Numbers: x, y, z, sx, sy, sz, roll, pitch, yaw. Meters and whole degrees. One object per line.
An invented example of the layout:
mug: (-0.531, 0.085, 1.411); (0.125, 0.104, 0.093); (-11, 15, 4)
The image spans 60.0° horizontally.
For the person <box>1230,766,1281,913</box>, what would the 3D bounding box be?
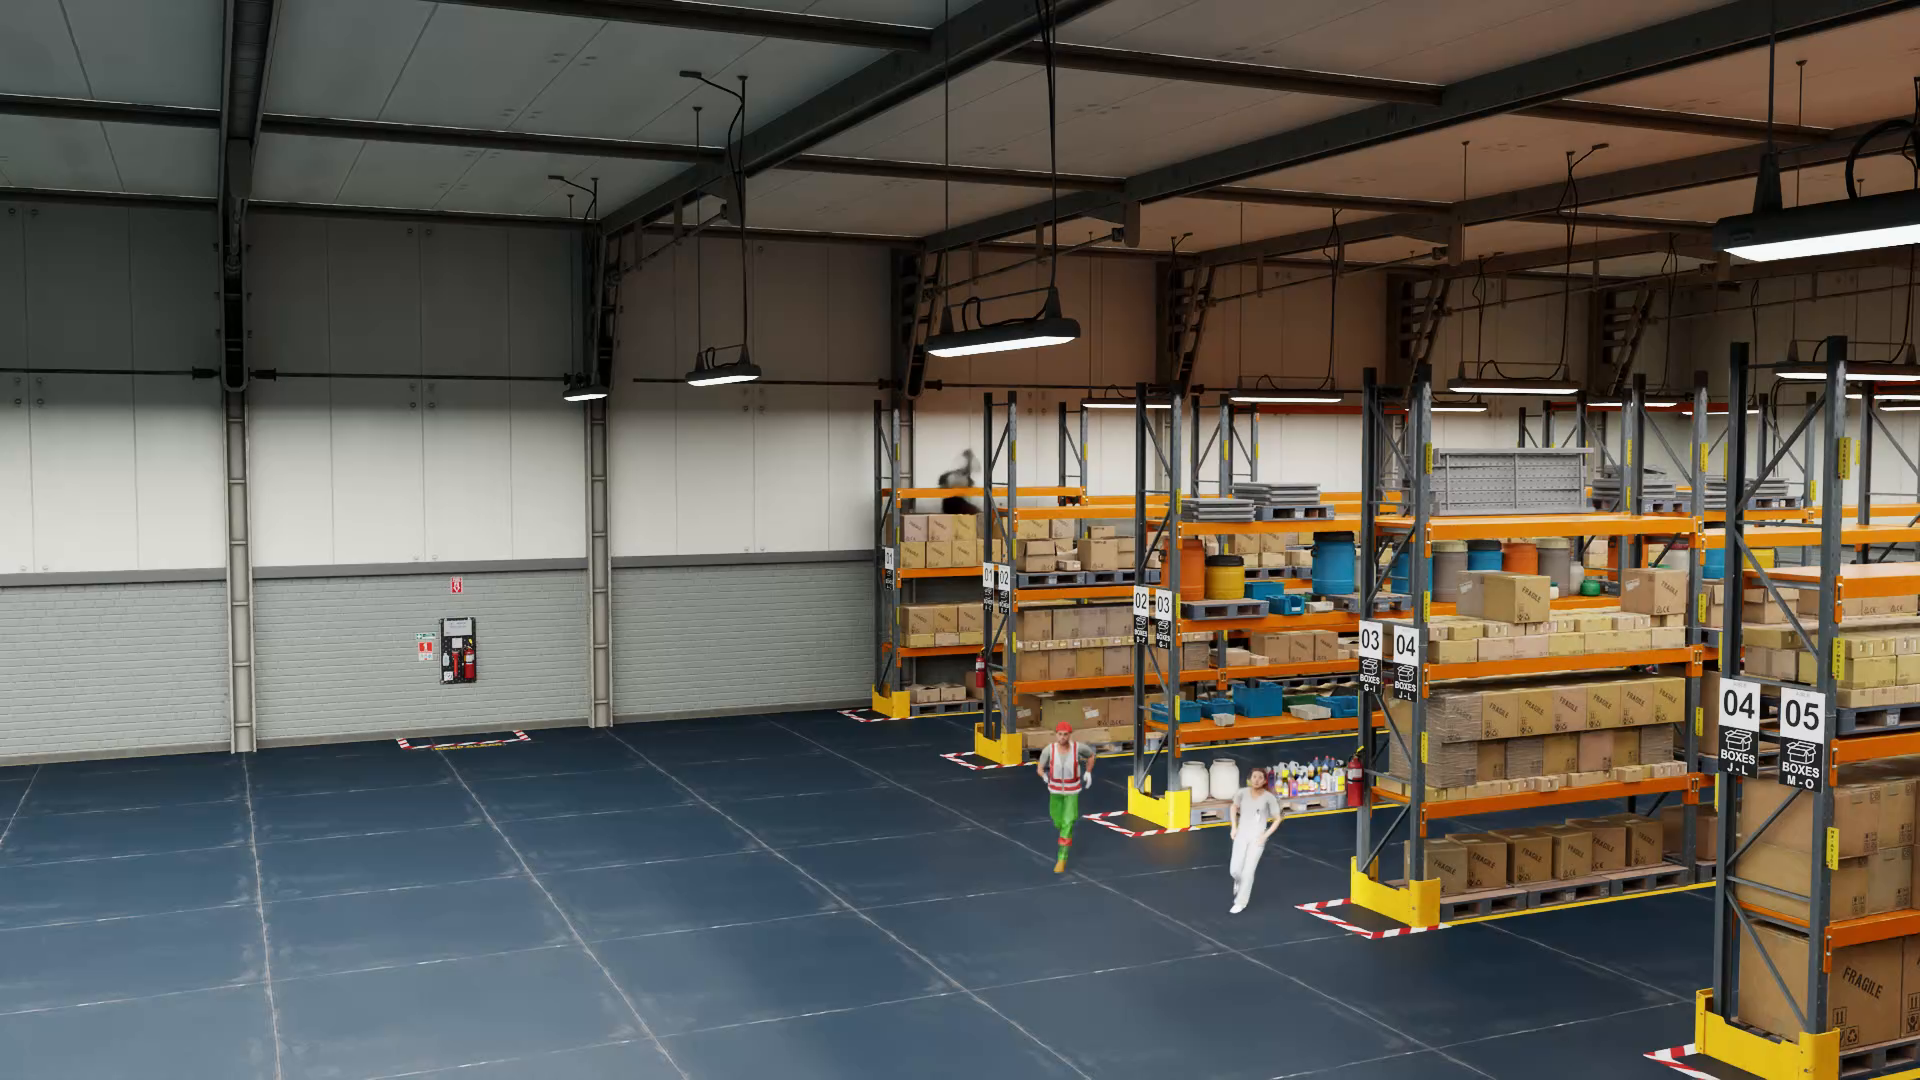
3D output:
person: (3.266, 3.298, 18.384); (0.585, 1.629, 0.543); (1, 4, 23)

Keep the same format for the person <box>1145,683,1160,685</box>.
person: (3.573, 2.528, 30.740); (0.633, 1.660, 0.552); (-3, 4, -42)

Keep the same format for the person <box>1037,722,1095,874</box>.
person: (1.294, 3.104, 20.396); (0.687, 1.807, 0.981); (1, 3, 11)
